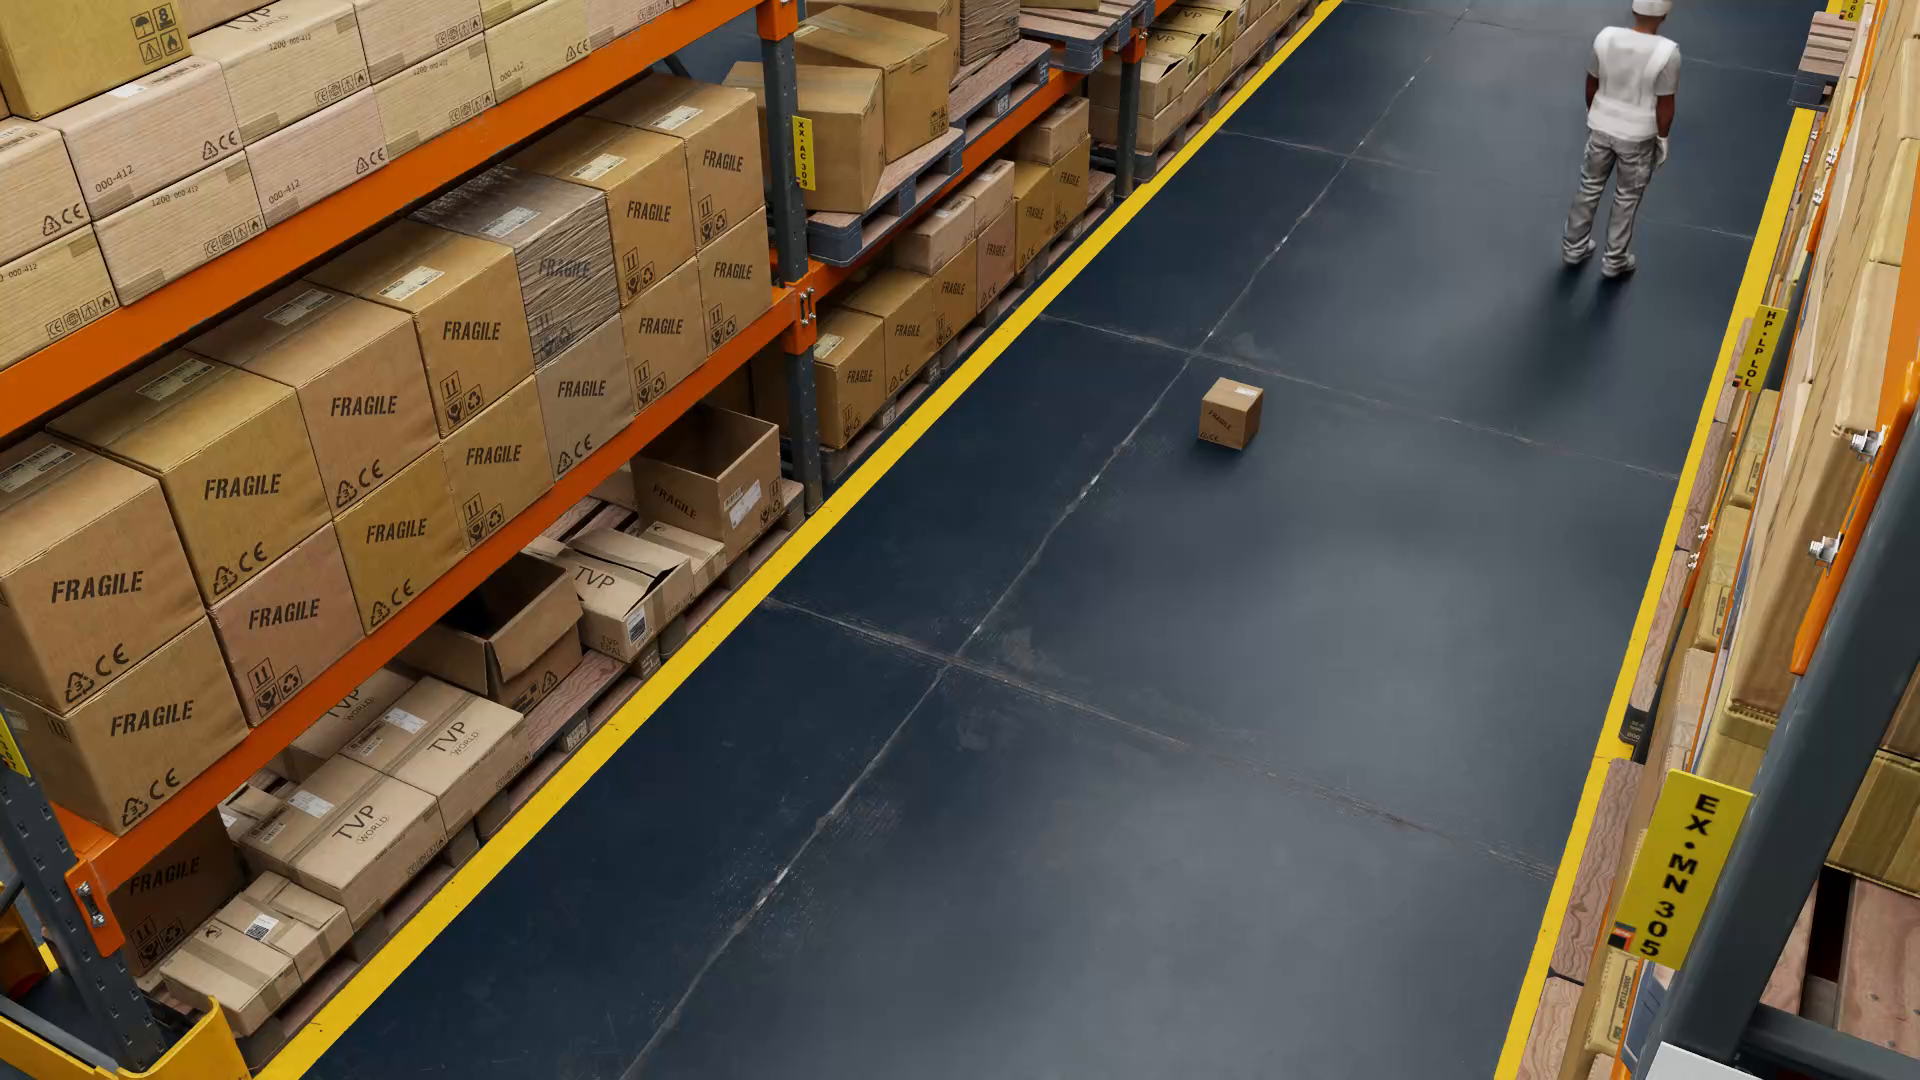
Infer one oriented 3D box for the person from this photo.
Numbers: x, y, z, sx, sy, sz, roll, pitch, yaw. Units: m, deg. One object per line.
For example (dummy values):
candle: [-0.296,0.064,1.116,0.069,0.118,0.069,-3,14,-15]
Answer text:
person: [3.942,-2.434,9.841,0.429,1.792,0.571,-30,47,-33]
